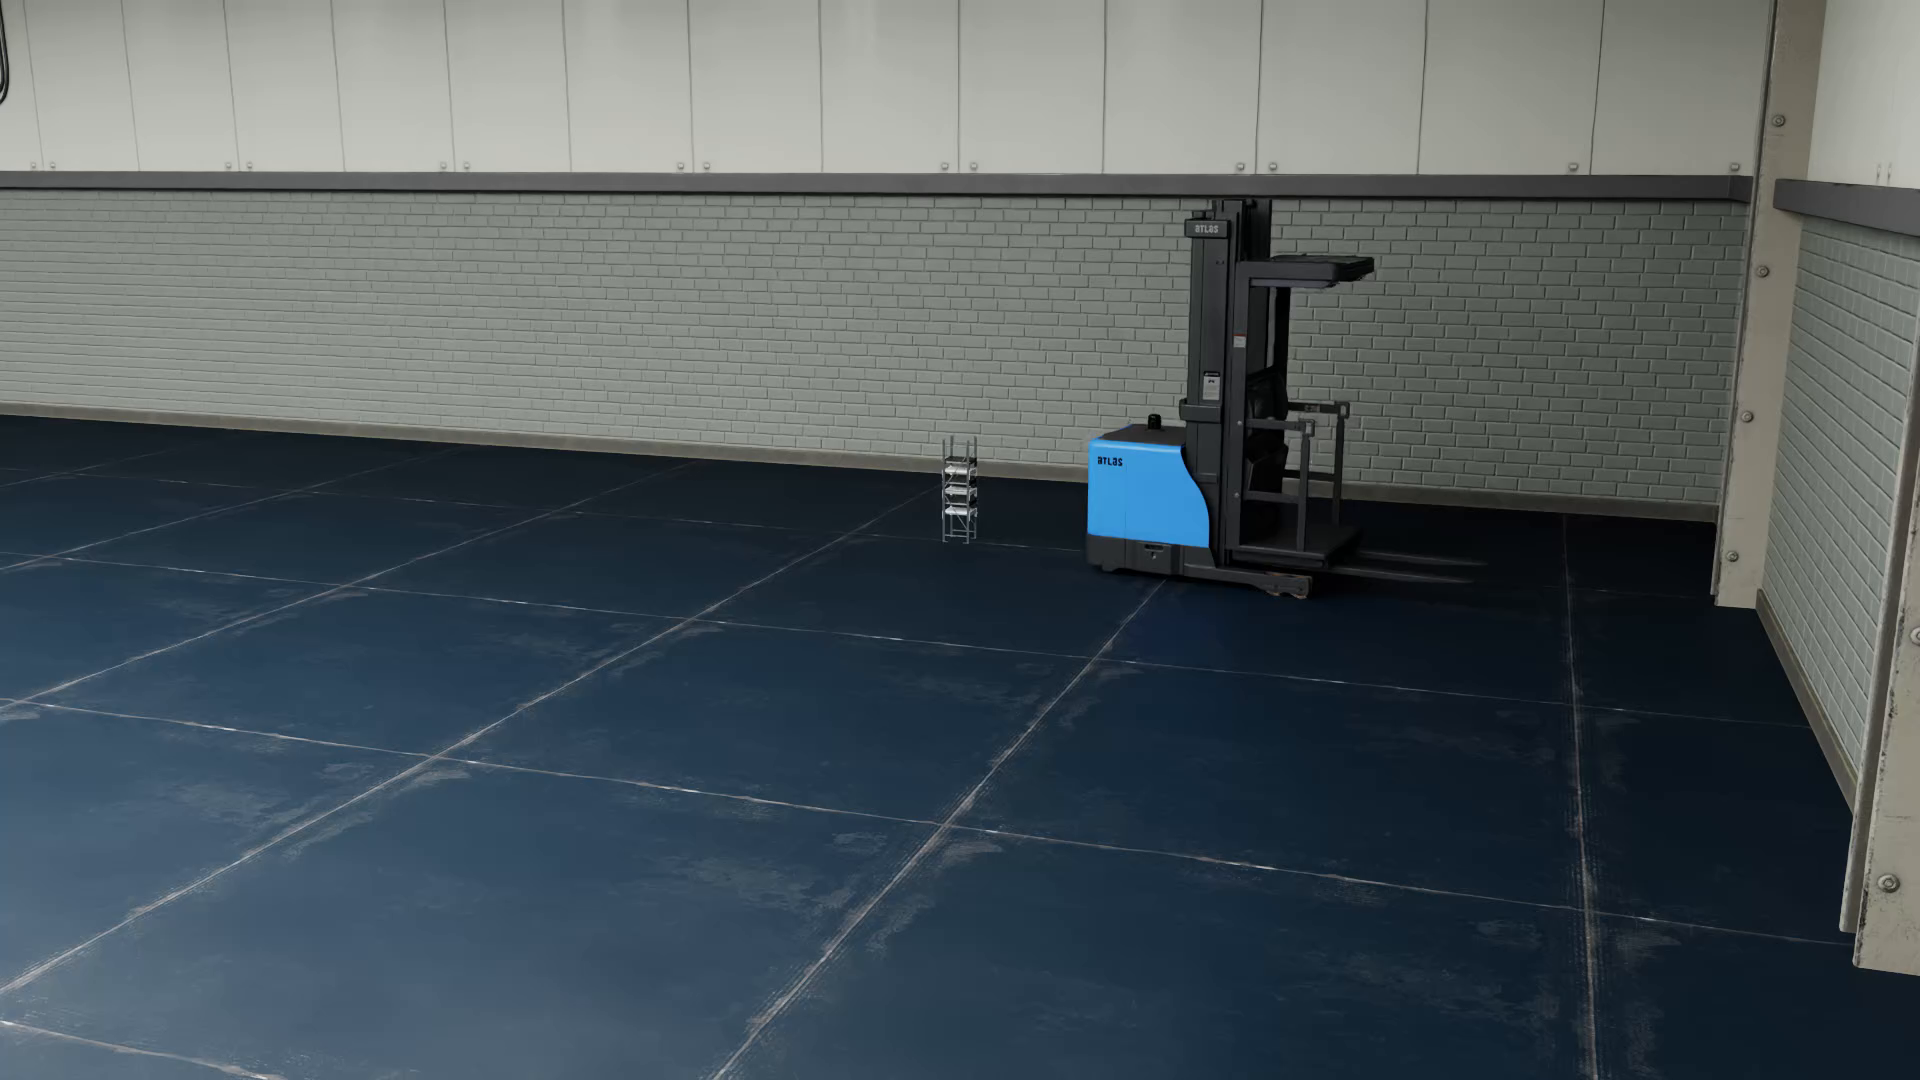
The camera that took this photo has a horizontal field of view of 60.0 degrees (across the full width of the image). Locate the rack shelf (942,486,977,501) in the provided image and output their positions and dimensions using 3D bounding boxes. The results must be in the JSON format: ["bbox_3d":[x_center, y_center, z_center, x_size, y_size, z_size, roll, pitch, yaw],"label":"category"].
[{"bbox_3d":[-0.003,-0.405,14.388,0.258,0.077,0.200,4,14,18],"label":"rack shelf"}]

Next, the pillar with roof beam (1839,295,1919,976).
[{"bbox_3d":[-0.194,-2.978,7.311,9.100,9.000,0.400,4,14,18],"label":"pillar with roof beam"}]

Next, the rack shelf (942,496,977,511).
[{"bbox_3d":[-0.003,-0.317,14.408,0.258,0.077,0.200,4,14,18],"label":"rack shelf"}]

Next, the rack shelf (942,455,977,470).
[{"bbox_3d":[-0.003,-0.668,14.328,0.258,0.077,0.200,4,14,18],"label":"rack shelf"}]

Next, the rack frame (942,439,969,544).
[{"bbox_3d":[-0.036,-0.416,14.287,0.240,0.900,0.006,4,14,18],"label":"rack frame"}]

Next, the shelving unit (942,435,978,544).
[{"bbox_3d":[-0.003,-0.437,14.380,0.258,0.900,0.210,4,14,18],"label":"shelving unit"}]

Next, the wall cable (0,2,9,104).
[{"bbox_3d":[-12.802,-7.695,20.337,2.305,6.003,0.169,4,14,18],"label":"wall cable"}]

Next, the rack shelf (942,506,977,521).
[{"bbox_3d":[-0.003,-0.229,14.428,0.258,0.077,0.200,4,14,18],"label":"rack shelf"}]

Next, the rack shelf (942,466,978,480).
[{"bbox_3d":[-0.003,-0.580,14.348,0.258,0.077,0.200,4,14,18],"label":"rack shelf"}]

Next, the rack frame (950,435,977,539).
[{"bbox_3d":[0.030,-0.458,14.474,0.240,0.900,0.006,4,14,18],"label":"rack frame"}]

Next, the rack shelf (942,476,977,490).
[{"bbox_3d":[-0.003,-0.492,14.368,0.258,0.077,0.200,4,14,18],"label":"rack shelf"}]

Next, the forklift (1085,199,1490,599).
[{"bbox_3d":[2.556,-1.121,12.814,3.031,2.935,1.130,7,14,27],"label":"forklift"}]

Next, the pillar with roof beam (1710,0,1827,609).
[{"bbox_3d":[1.748,-4.241,12.846,9.100,9.000,0.400,4,14,18],"label":"pillar with roof beam"}]
